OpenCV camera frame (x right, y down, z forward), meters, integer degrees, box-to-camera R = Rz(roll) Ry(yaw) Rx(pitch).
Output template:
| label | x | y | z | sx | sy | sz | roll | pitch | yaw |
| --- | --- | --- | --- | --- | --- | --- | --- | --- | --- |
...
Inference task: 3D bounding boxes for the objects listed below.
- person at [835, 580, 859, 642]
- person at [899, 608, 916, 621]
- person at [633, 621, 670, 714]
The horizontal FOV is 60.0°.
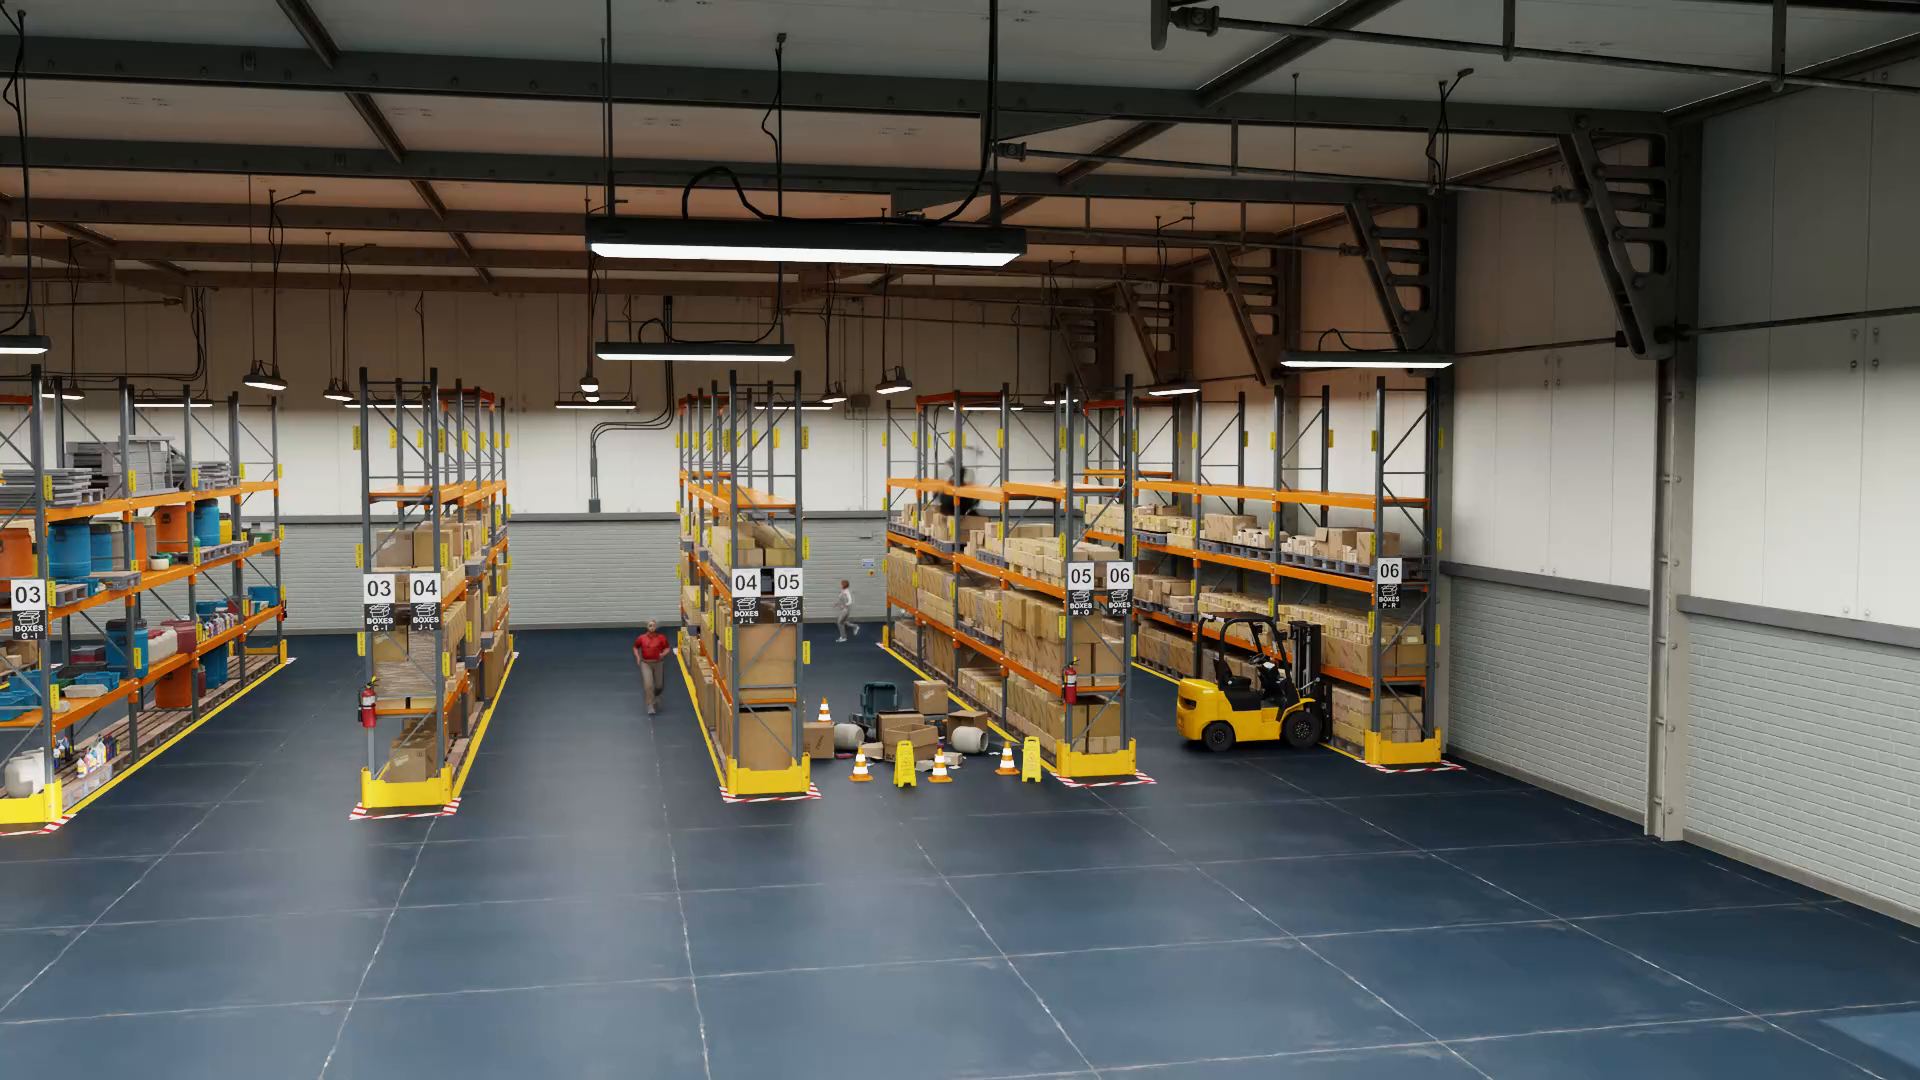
| label | x | y | z | sx | sy | sz | roll | pitch | yaw |
| --- | --- | --- | --- | --- | --- | --- | --- | --- | --- |
| person | -2.804 | 1.765 | 41.541 | 0.621 | 1.555 | 0.512 | -1 | 3 | -12 |
| person | -1.241 | 1.659 | 41.876 | 0.636 | 1.695 | 0.793 | 1 | 3 | 10 |
| person | -5.684 | 2.332 | 30.685 | 0.675 | 1.681 | 0.809 | -1 | 4 | -14 |
